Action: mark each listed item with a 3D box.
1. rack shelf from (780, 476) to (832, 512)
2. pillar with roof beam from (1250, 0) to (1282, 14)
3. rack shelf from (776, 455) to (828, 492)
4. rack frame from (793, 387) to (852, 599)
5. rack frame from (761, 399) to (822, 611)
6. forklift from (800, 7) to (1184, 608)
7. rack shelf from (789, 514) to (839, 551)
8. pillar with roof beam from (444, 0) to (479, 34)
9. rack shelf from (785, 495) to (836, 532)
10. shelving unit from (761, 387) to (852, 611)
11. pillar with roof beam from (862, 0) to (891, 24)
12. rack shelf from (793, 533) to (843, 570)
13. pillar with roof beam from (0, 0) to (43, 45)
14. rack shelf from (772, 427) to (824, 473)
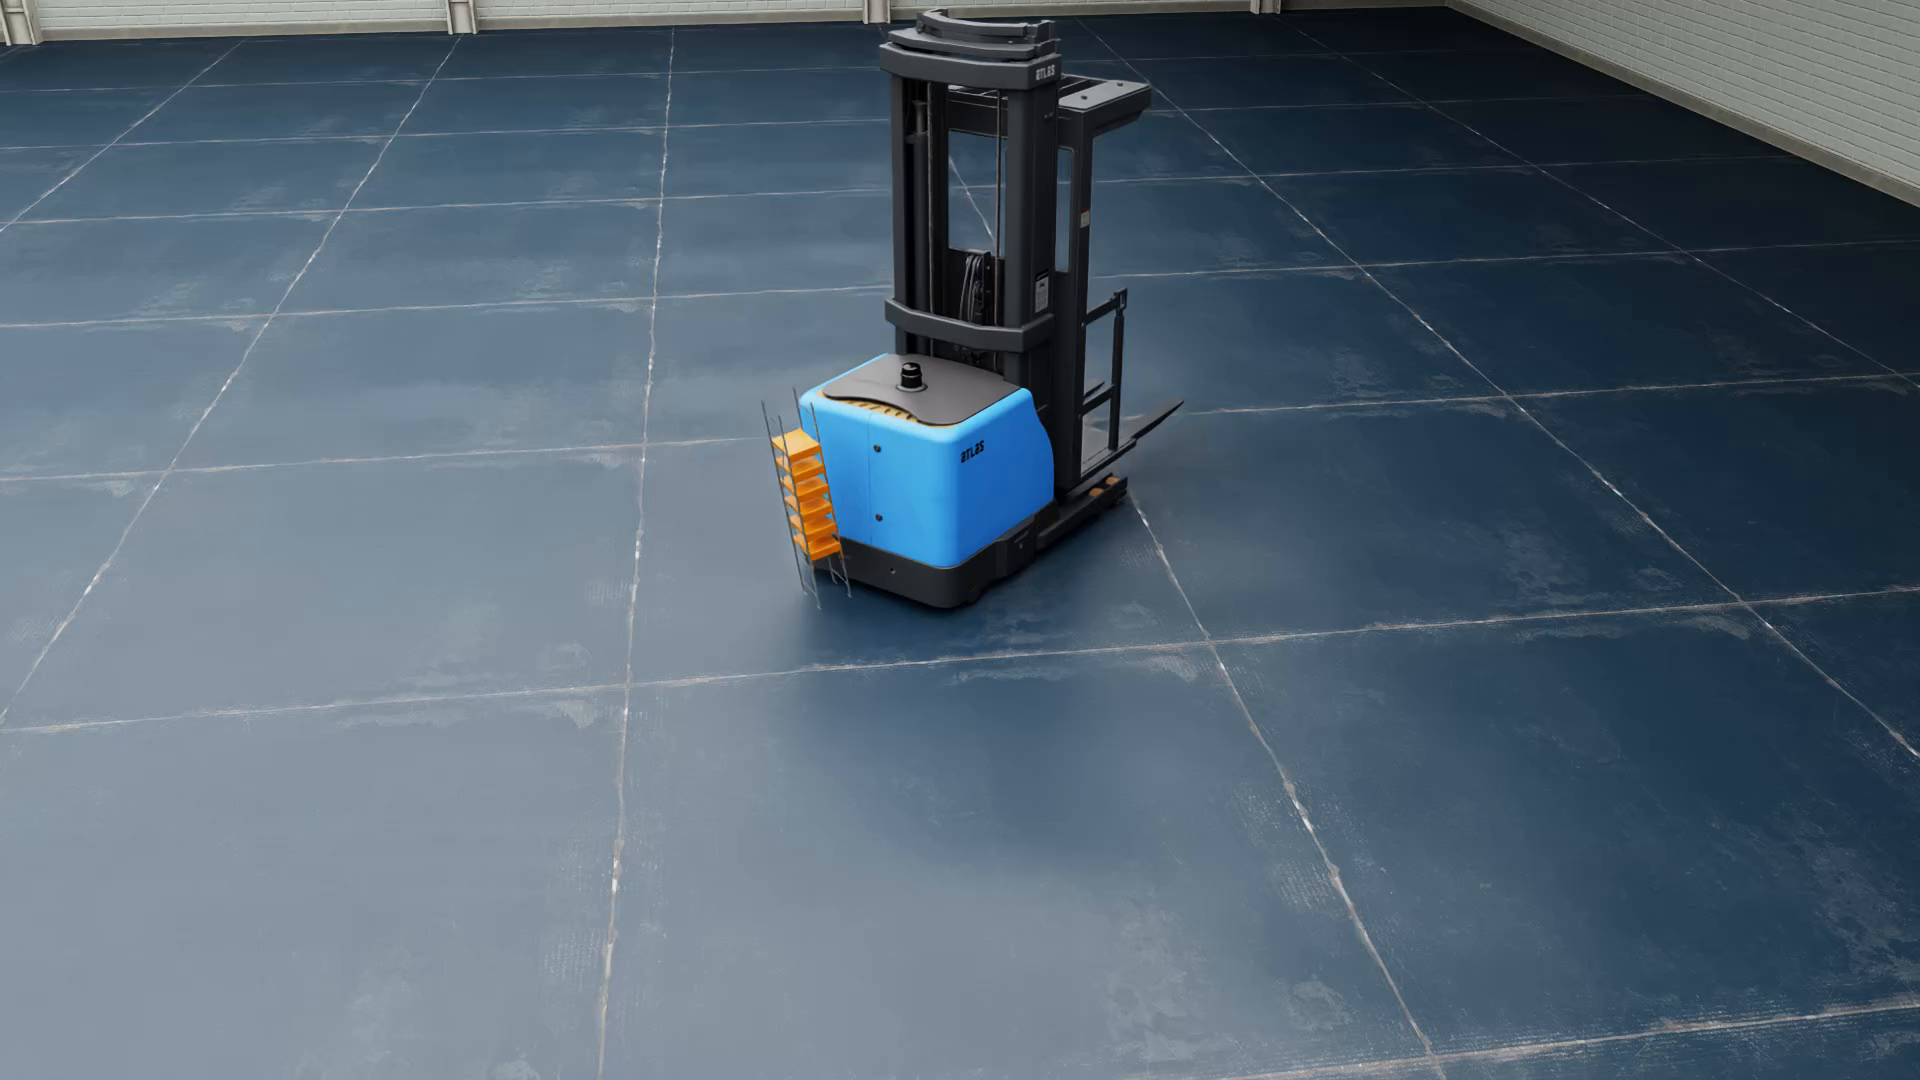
[{"bbox_3d":[-0.818,-0.268,8.777,0.180,0.103,0.258,-22,33,-21],"label":"rack shelf"},{"bbox_3d":[5.294,-10.186,19.745,0.400,9.000,9.100,-4,27,-7],"label":"pillar with roof beam"},{"bbox_3d":[-0.834,-0.370,8.715,0.180,0.103,0.258,-22,33,-21],"label":"rack shelf"},{"bbox_3d":[-0.729,-0.236,8.848,0.006,1.200,0.240,-22,33,-21],"label":"rack frame"},{"bbox_3d":[-0.888,-0.172,8.783,0.006,1.200,0.240,-22,33,-21],"label":"rack frame"},{"bbox_3d":[0.369,-1.562,9.584,1.130,2.935,3.031,17,32,30],"label":"forklift"},{"bbox_3d":[-0.786,-0.065,8.900,0.180,0.103,0.258,-22,33,-21],"label":"rack shelf"},{"bbox_3d":[-6.589,-9.423,18.258,0.400,9.000,9.100,-4,27,-7],"label":"pillar with roof beam"},{"bbox_3d":[-0.802,-0.167,8.838,0.180,0.103,0.258,-22,33,-21],"label":"rack shelf"},{"bbox_3d":[-0.808,-0.204,8.816,0.189,1.200,0.258,-22,33,-21],"label":"shelving unit"},{"bbox_3d":[-0.647,-9.805,19.001,0.400,9.000,9.100,-4,27,-7],"label":"pillar with roof beam"},{"bbox_3d":[-0.770,0.036,8.962,0.180,0.103,0.258,-22,33,-21],"label":"rack shelf"},{"bbox_3d":[-12.530,-9.041,17.514,0.400,9.000,9.100,-4,27,-7],"label":"pillar with roof beam"},{"bbox_3d":[-0.851,-0.471,8.653,0.180,0.103,0.258,-22,33,-21],"label":"rack shelf"}]
